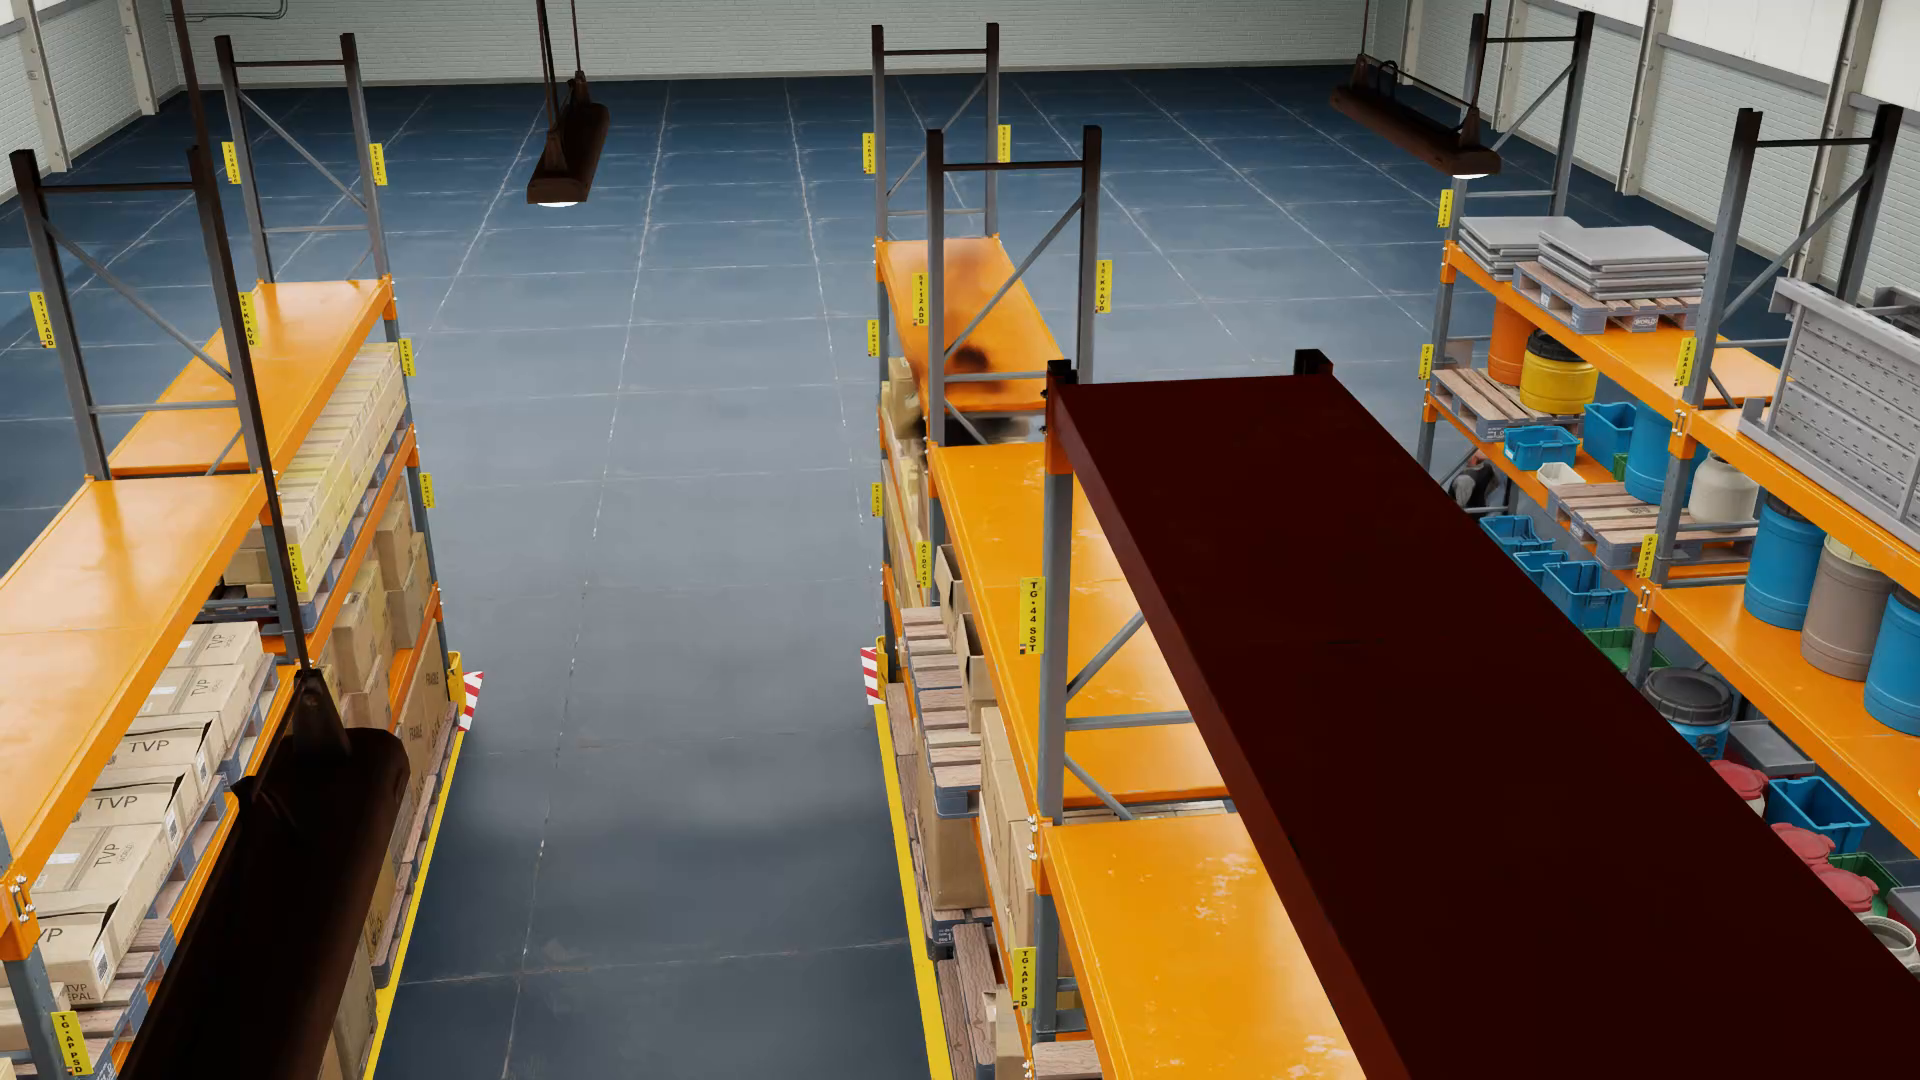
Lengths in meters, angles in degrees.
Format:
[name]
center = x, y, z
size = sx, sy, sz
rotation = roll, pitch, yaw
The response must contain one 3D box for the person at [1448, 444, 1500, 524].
[person]
center = 5.177, -0.220, 17.073
size = 0.658, 1.668, 0.700
rotation = 23, 34, 39
